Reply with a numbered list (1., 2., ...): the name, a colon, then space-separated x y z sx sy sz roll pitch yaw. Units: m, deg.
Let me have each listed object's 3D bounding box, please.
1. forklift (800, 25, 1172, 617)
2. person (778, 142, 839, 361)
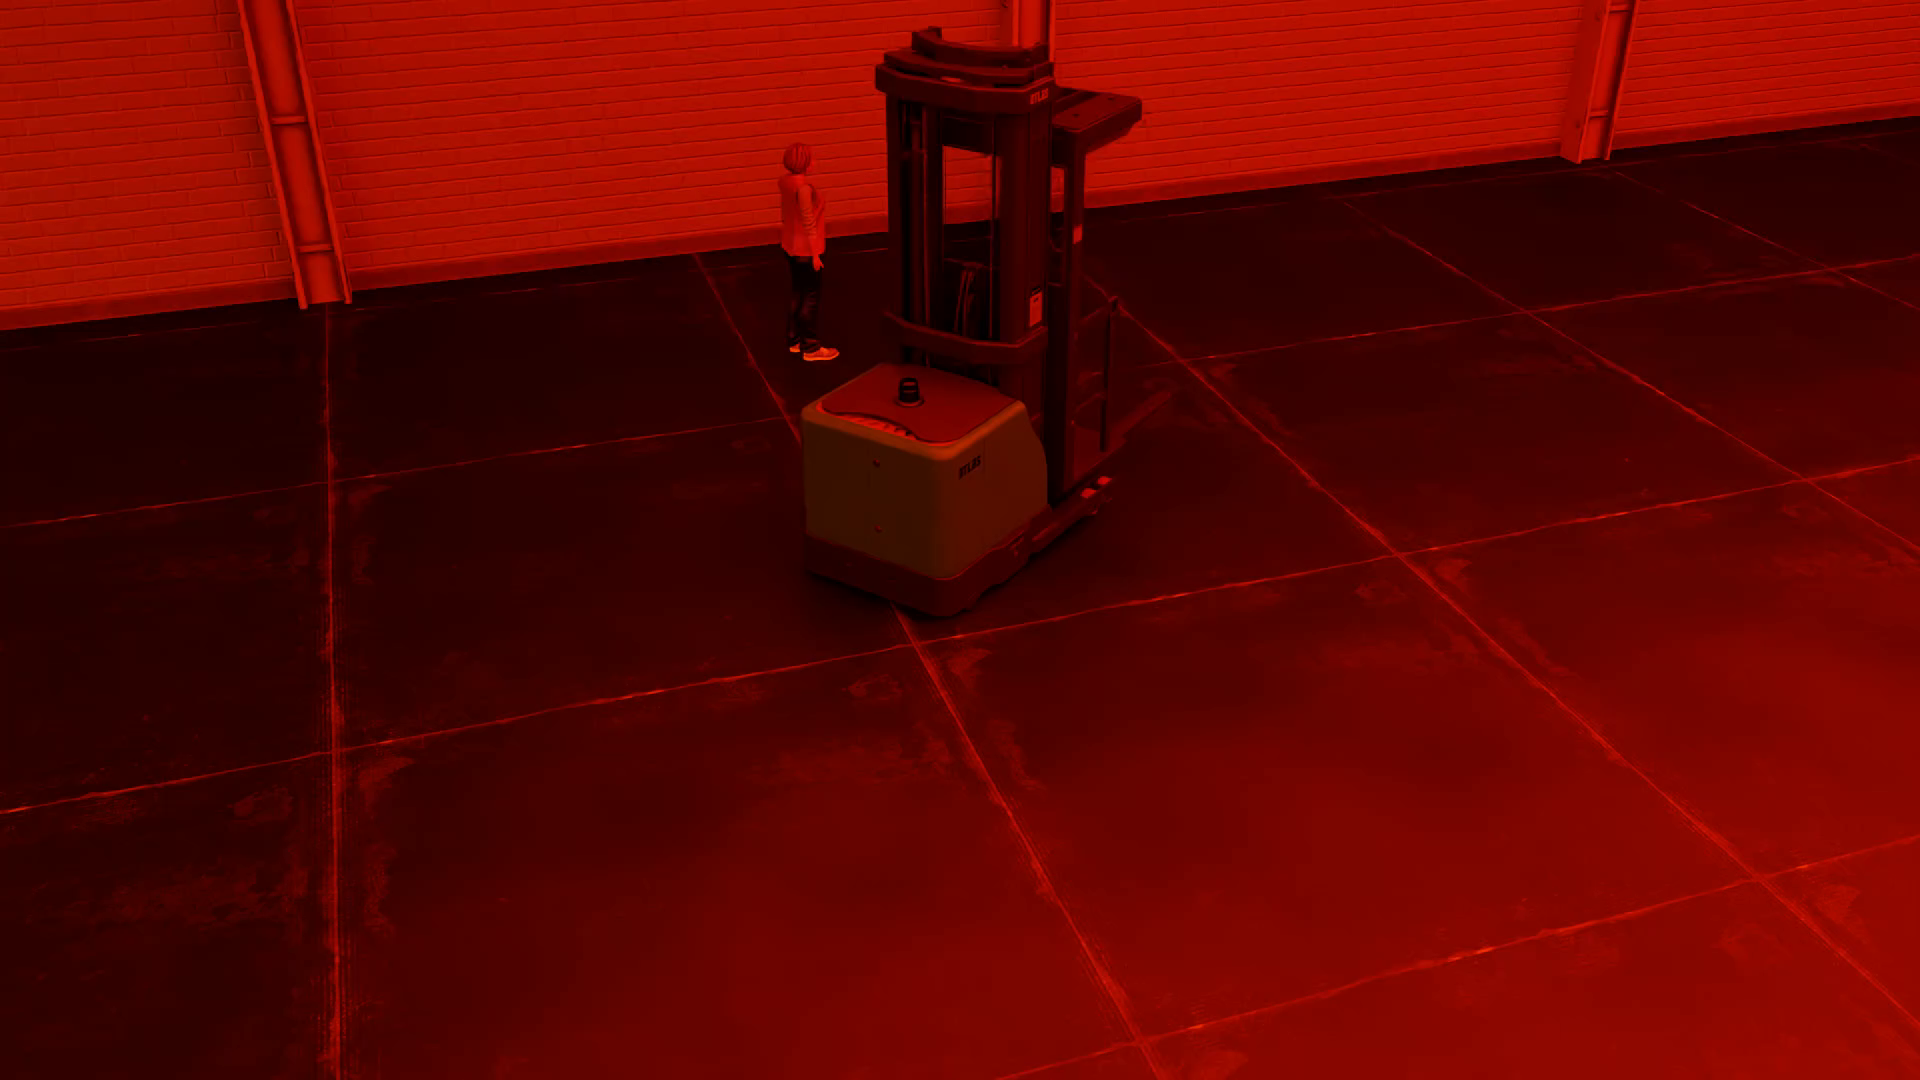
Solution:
1. forklift: 0.333 -1.540 9.763 1.130 2.935 3.031 18 35 29
2. person: -1.124 -2.093 12.060 0.315 1.604 0.414 -17 34 -27
